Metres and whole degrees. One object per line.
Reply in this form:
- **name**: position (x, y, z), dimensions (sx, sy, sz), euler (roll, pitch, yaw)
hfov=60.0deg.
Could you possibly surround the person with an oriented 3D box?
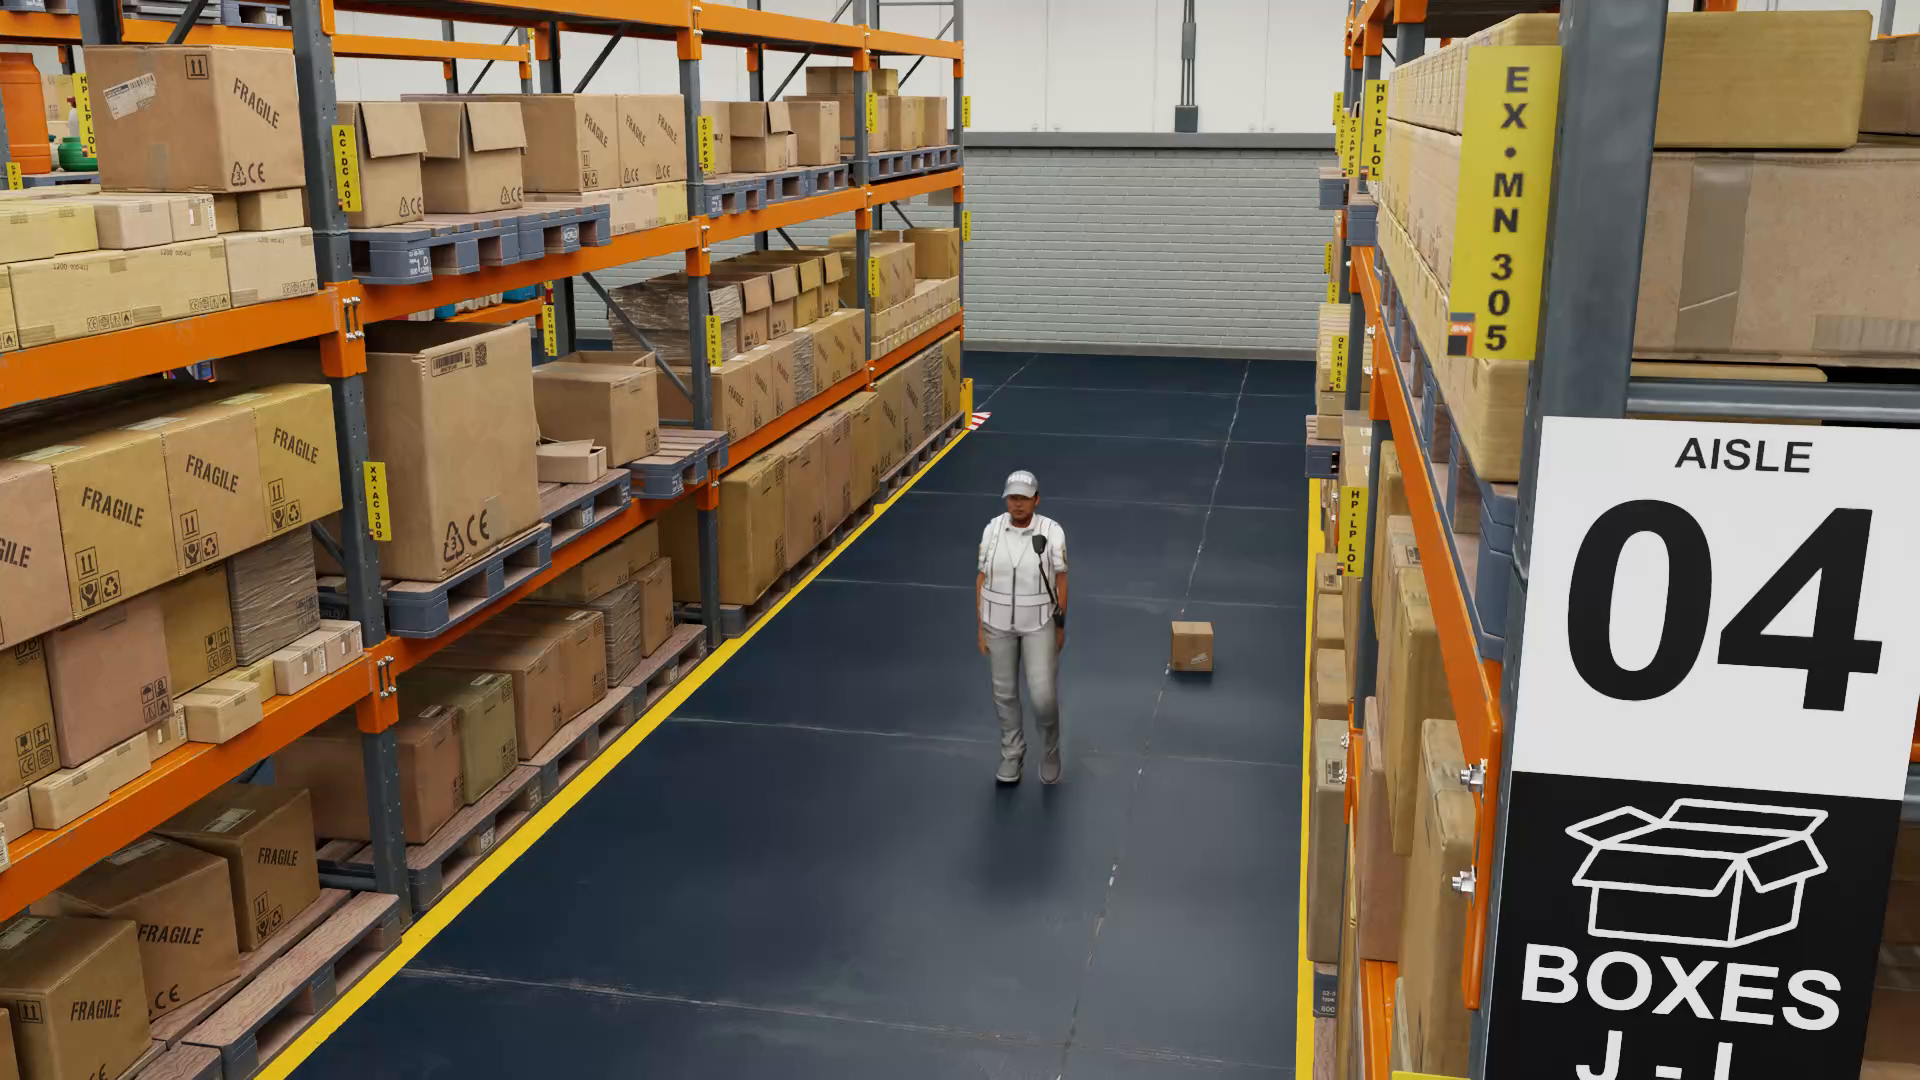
- **person**: position (0.306, 0.477, 8.661), dimensions (0.479, 1.687, 0.457), euler (4, 15, 14)
